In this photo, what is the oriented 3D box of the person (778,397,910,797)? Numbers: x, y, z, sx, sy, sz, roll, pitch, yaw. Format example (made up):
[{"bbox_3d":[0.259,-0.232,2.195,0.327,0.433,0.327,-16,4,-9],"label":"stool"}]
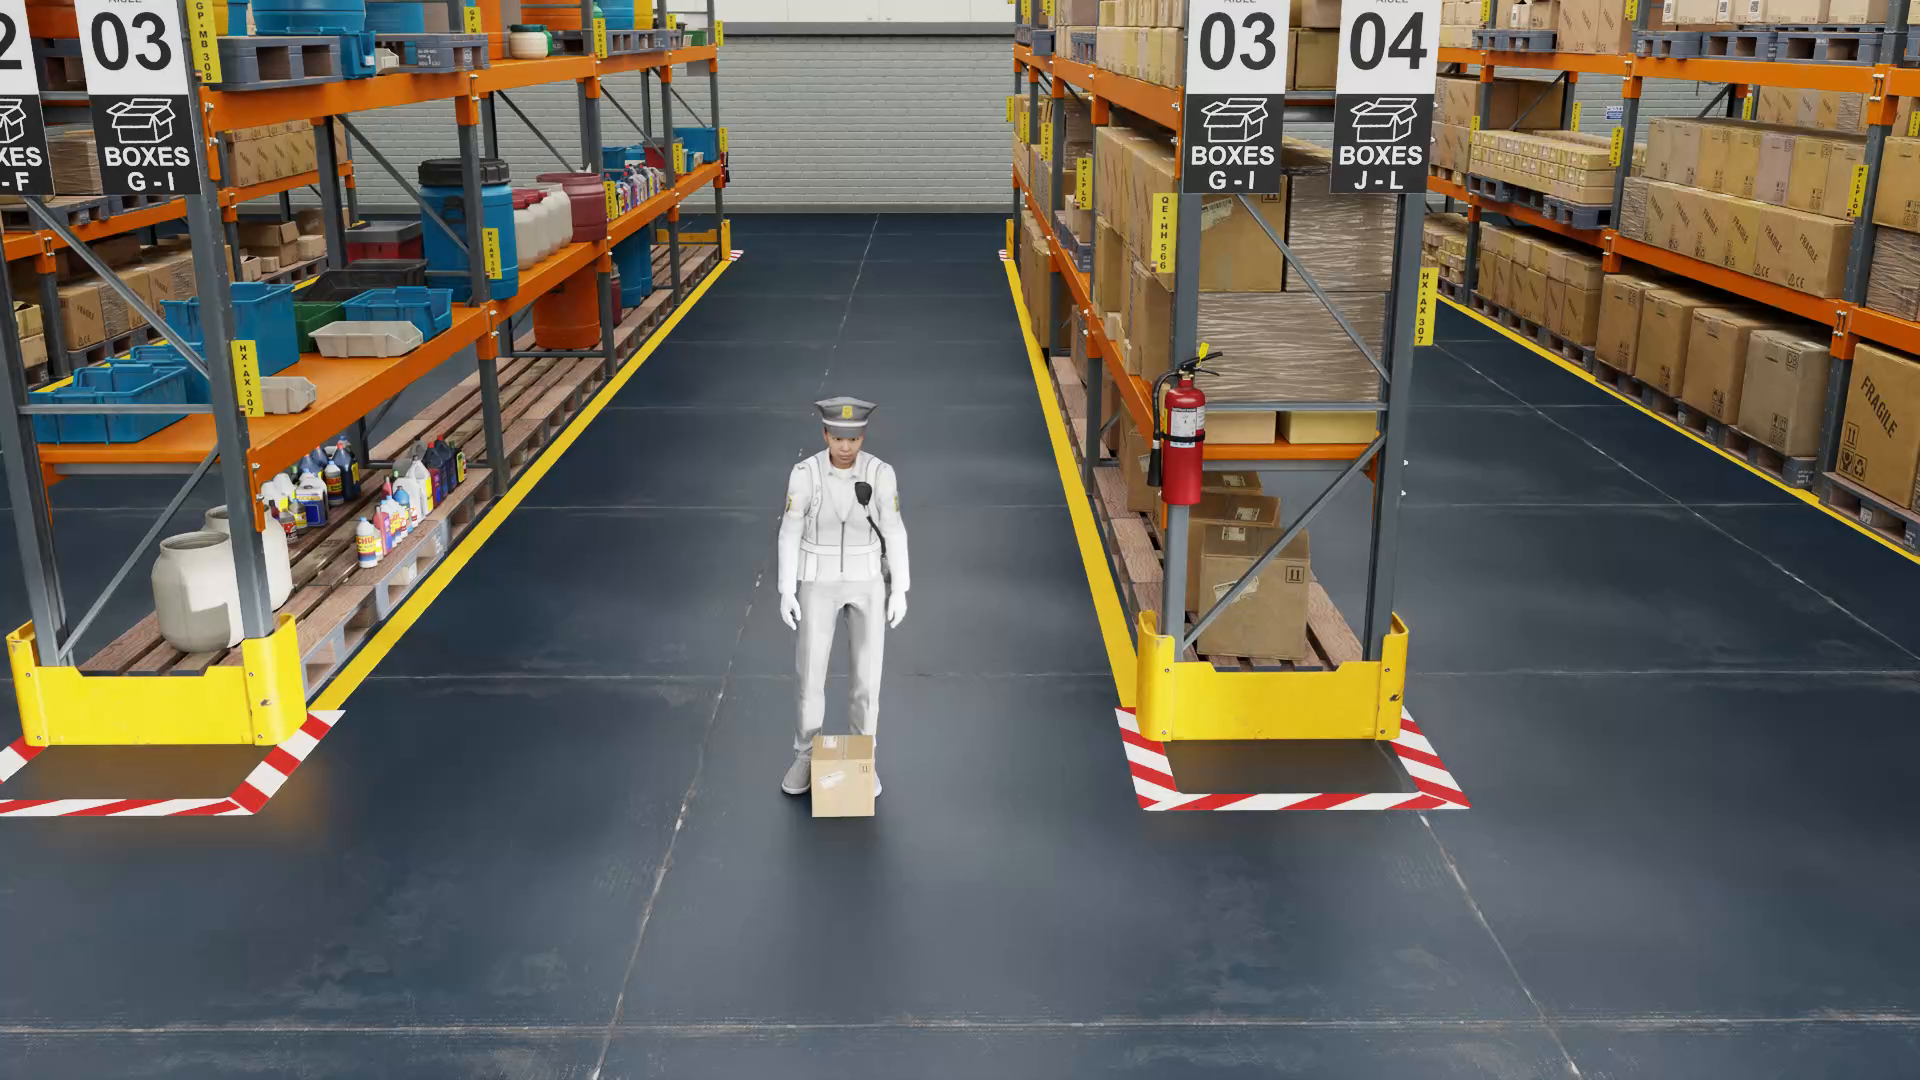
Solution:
[{"bbox_3d":[-0.479,0.224,6.815,0.547,1.666,0.410,-1,17,-4],"label":"person"}]
